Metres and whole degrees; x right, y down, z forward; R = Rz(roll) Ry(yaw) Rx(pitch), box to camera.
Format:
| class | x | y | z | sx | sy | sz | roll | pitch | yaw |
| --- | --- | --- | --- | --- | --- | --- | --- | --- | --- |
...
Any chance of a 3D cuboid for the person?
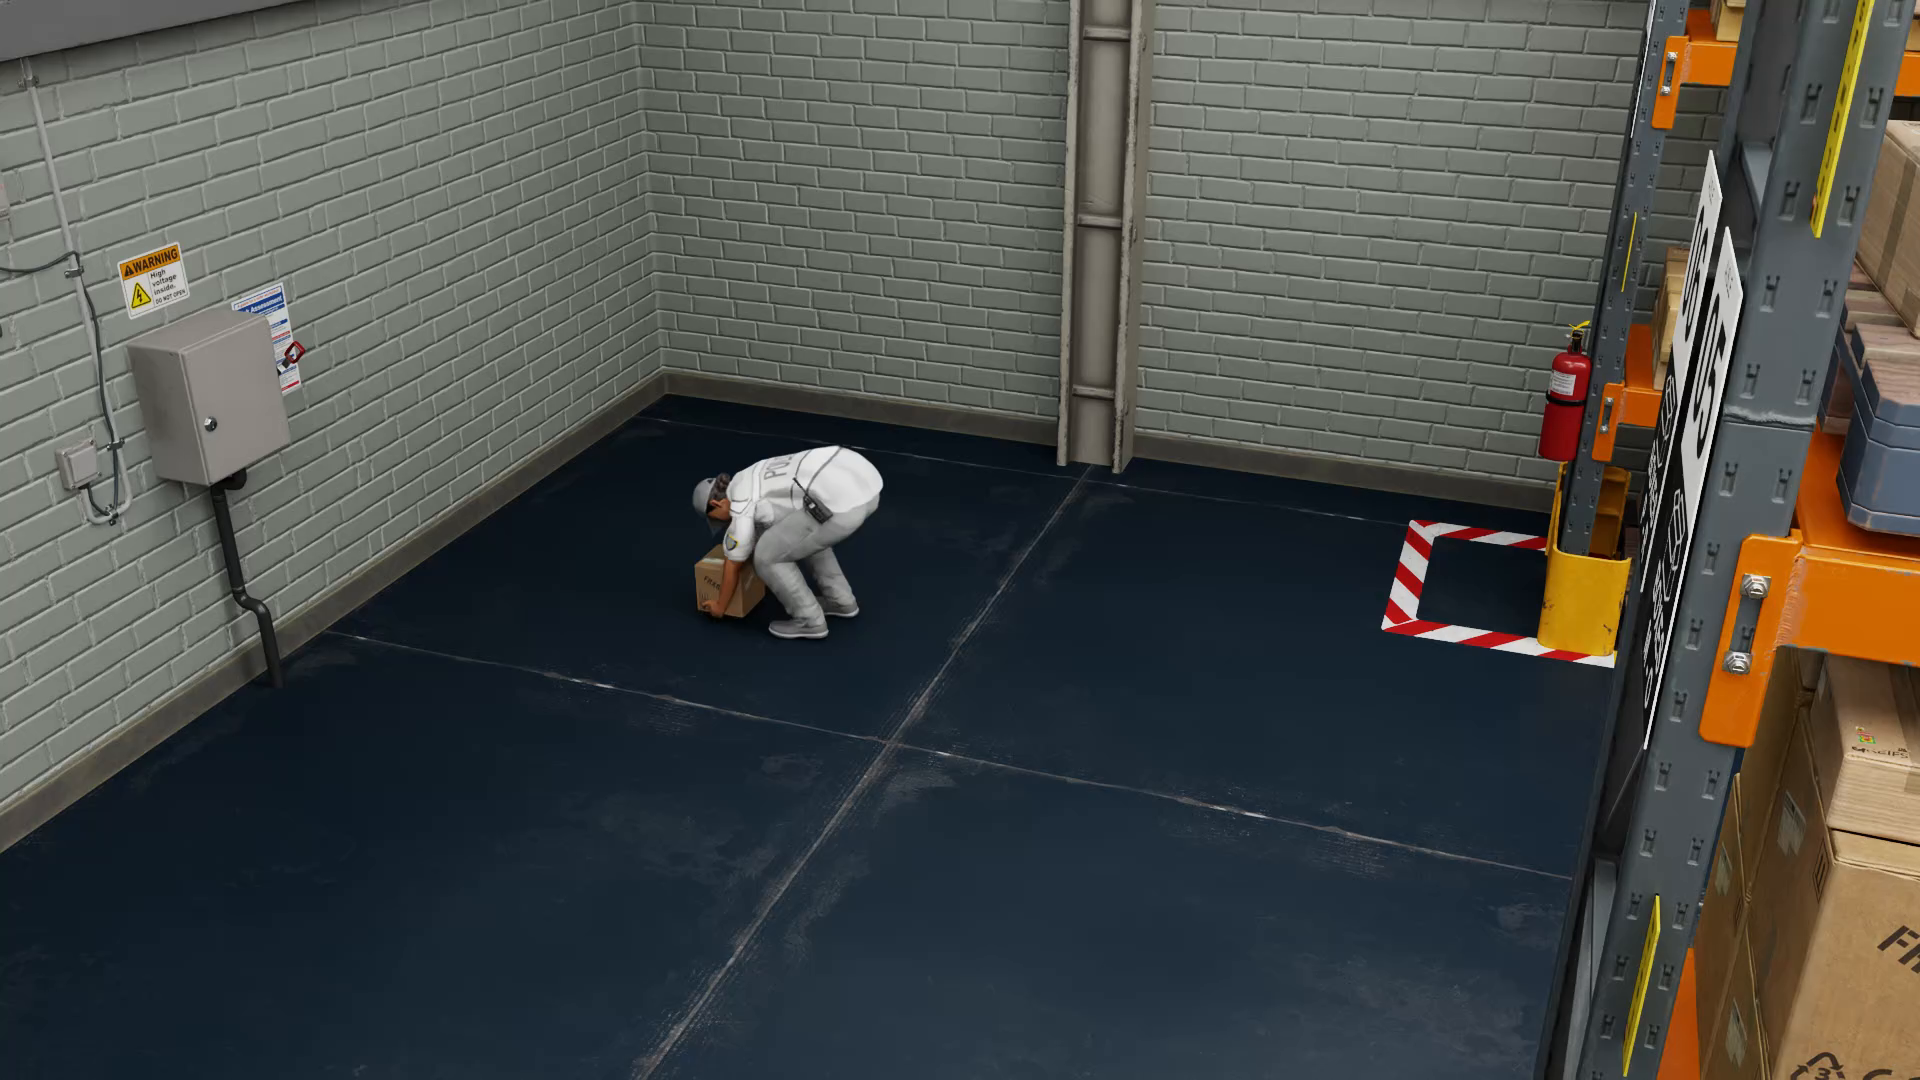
| class | x | y | z | sx | sy | sz | roll | pitch | yaw |
| --- | --- | --- | --- | --- | --- | --- | --- | --- | --- |
| person | -0.836 | -0.013 | 7.998 | 0.935 | 0.914 | 0.504 | 7 | 27 | 15 |
